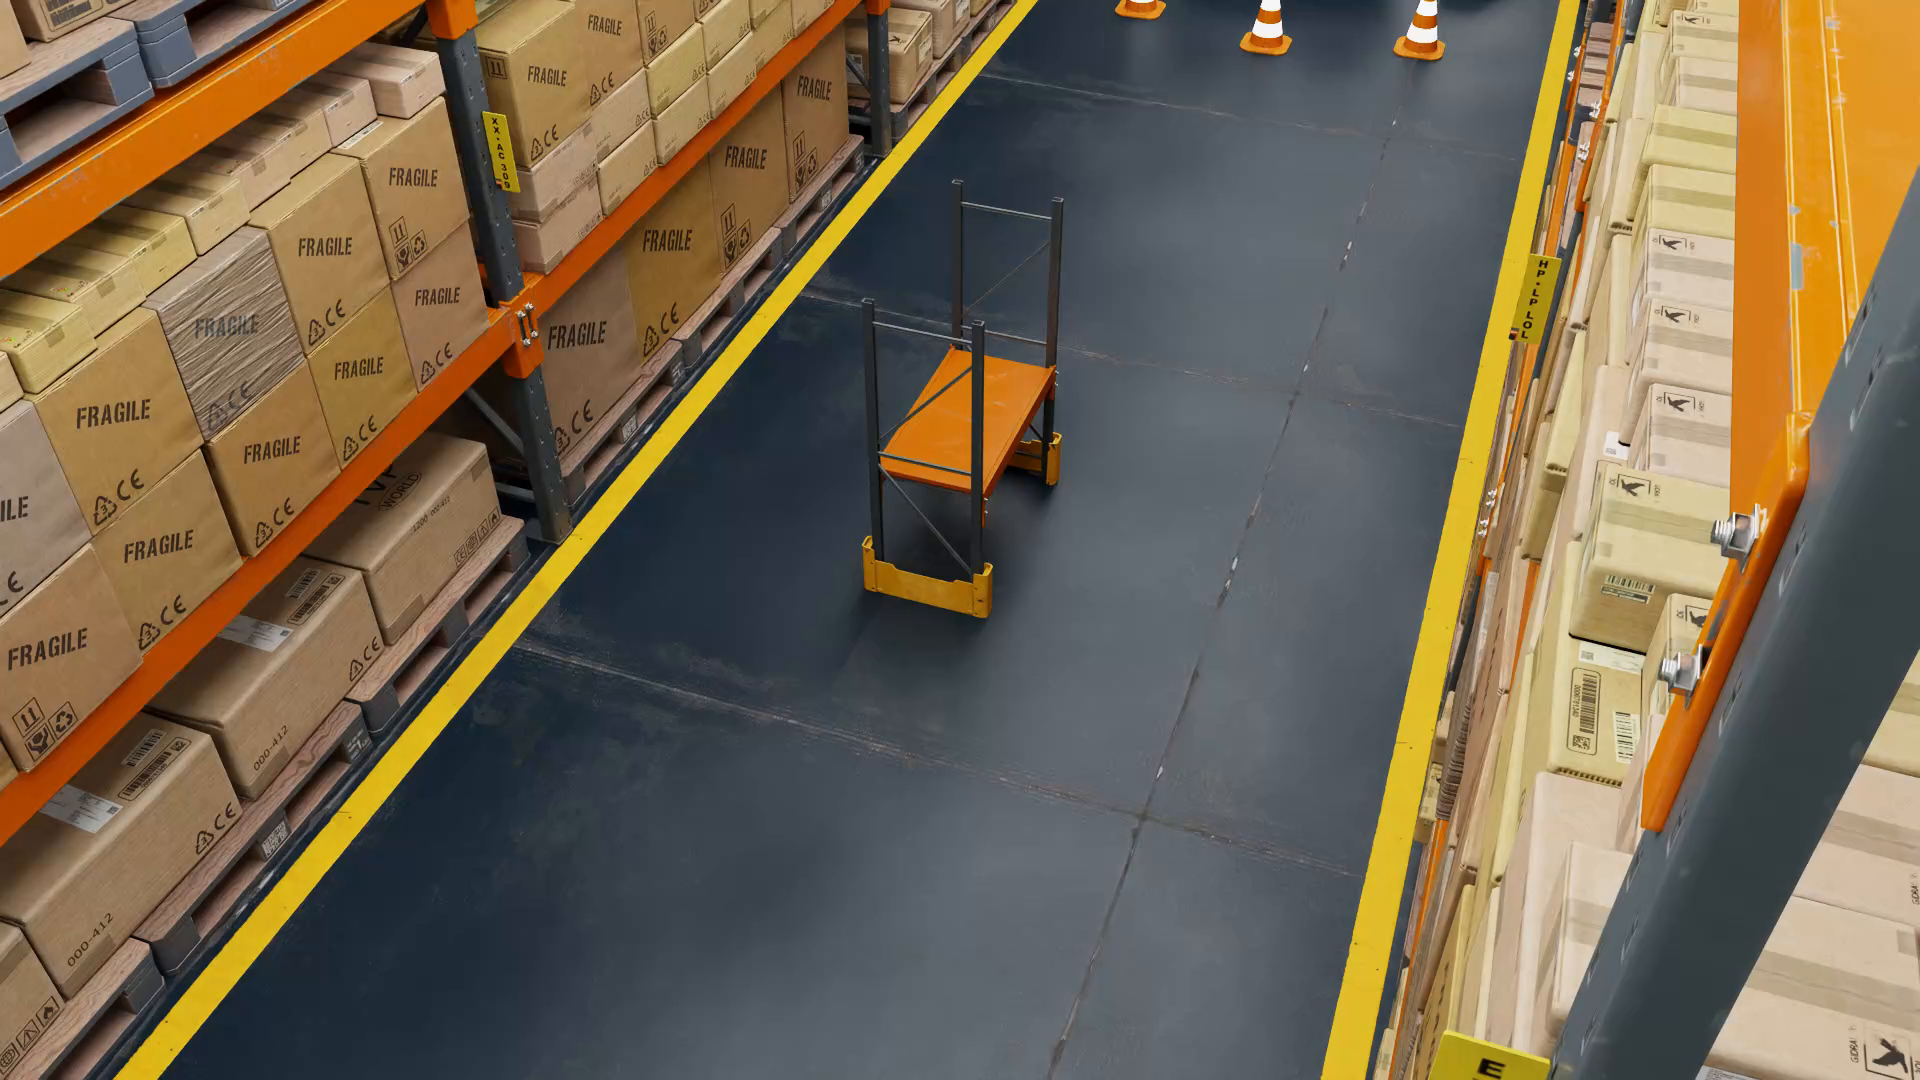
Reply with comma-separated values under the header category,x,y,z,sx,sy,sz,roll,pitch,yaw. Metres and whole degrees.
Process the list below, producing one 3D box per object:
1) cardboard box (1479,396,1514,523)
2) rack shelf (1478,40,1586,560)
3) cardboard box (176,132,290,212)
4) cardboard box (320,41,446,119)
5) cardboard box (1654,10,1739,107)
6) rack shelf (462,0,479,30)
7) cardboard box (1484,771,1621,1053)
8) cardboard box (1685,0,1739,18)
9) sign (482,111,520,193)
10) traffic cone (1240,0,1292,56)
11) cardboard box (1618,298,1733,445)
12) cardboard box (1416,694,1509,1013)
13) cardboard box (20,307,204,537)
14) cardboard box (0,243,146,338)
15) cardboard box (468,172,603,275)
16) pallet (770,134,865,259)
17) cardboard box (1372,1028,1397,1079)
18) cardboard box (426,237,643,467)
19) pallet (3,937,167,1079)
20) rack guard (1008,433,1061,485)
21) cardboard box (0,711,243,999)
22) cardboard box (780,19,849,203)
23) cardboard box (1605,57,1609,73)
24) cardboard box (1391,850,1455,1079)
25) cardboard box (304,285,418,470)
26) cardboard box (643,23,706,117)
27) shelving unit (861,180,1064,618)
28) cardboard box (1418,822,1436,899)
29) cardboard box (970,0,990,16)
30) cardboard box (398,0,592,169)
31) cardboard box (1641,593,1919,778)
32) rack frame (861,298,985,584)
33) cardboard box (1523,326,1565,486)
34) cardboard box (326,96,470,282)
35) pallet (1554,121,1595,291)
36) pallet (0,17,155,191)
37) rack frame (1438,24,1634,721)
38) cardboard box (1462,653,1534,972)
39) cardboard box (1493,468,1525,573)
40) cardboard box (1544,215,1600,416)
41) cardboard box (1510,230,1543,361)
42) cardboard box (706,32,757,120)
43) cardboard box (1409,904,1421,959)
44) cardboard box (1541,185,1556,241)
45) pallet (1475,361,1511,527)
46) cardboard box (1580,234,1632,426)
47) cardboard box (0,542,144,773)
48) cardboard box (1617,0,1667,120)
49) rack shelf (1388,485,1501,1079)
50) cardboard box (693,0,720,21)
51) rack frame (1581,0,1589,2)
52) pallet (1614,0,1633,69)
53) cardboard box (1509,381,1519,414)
category,x,y,z,sx,sy,sz,roll,pitch,yaw
cardboard box,2.587,-0.249,7.287,0.500,0.500,0.500,12,42,14
rack shelf,3.078,-1.166,7.314,1.077,0.370,4.000,13,42,15
cardboard box,-2.454,-1.219,5.474,0.380,0.149,0.250,13,42,15
cardboard box,-2.098,-1.664,5.996,0.380,0.149,0.250,12,42,14
cardboard box,1.779,-1.050,3.735,0.380,0.149,0.250,12,42,14
rack shelf,-1.608,-3.344,7.556,1.077,0.370,4.000,13,42,15
cardboard box,0.945,0.608,2.099,0.500,0.250,0.500,12,42,14
cardboard box,1.910,-1.198,3.909,0.380,0.149,0.250,13,42,15
sign,-1.770,-1.494,6.416,0.100,0.325,0.005,13,42,15
traffic cone,2.176,-3.706,11.690,0.336,0.463,0.334,13,42,15
cardboard box,1.332,-0.248,2.796,0.380,0.149,0.250,14,42,16
cardboard box,1.292,0.725,3.466,0.500,0.500,0.500,15,43,17
cardboard box,-2.719,-0.402,5.017,0.500,0.500,0.500,13,42,15
cardboard box,-2.664,-0.745,4.918,0.380,0.149,0.250,13,42,15
cardboard box,-1.893,-1.410,7.161,0.500,0.250,0.500,12,42,14
pallet,-1.264,-2.172,10.087,1.003,0.211,1.213,13,42,15
cardboard box,1.453,1.684,5.063,0.380,0.149,0.250,14,42,16
cardboard box,-2.155,-1.004,7.883,0.875,0.875,0.875,15,43,16
pallet,-3.460,1.738,5.504,1.003,0.211,1.213,13,42,15
rack guard,0.196,-0.445,8.033,0.587,0.250,0.087,13,42,15
cardboard box,-3.223,1.013,5.856,0.875,0.438,0.875,14,43,16
cardboard box,-1.238,-2.645,9.807,0.875,0.875,0.875,13,42,15
cardboard box,3.328,-2.332,7.996,0.380,0.149,0.250,15,43,17
cardboard box,1.284,1.113,3.782,0.500,0.500,0.500,13,42,15
cardboard box,-2.381,-0.641,6.066,0.500,0.500,0.500,12,42,14
cardboard box,-1.527,-2.222,7.727,0.500,0.250,0.500,14,42,16
shelving unit,0.026,-0.617,7.271,0.587,1.500,1.083,13,42,15
cardboard box,1.841,1.181,5.881,0.380,0.149,0.250,13,42,15
cardboard box,-0.212,-4.112,11.914,0.950,0.372,0.625,15,43,17
cardboard box,-1.871,-1.880,6.749,0.500,0.500,0.500,14,42,16
cardboard box,1.128,0.240,2.223,0.380,0.149,0.250,12,42,14
rack frame,-0.145,-0.313,6.914,0.500,1.500,0.032,13,42,15
cardboard box,1.848,-0.211,4.563,0.500,0.500,0.500,12,42,14
cardboard box,-2.194,-1.326,6.100,0.500,0.500,0.500,13,42,15
pallet,3.124,-1.370,7.147,1.003,0.211,1.213,13,42,15
pallet,-3.000,-1.126,4.470,1.003,0.211,1.213,13,42,15
rack frame,2.395,-0.220,5.651,1.000,3.000,0.127,13,42,15
cardboard box,1.101,0.487,2.627,0.500,0.250,0.500,13,42,15
cardboard box,1.826,0.178,4.877,0.500,0.500,0.500,13,42,15
cardboard box,1.629,-0.460,3.736,0.500,0.250,0.500,15,43,17
cardboard box,3.112,-1.186,8.385,0.500,0.500,0.500,14,42,16
cardboard box,-1.348,-2.338,8.248,0.500,0.250,0.500,13,42,14
cardboard box,1.660,1.264,5.326,0.380,0.149,0.250,14,42,16
cardboard box,3.126,-1.478,8.149,0.500,0.250,0.500,13,42,15
pallet,3.075,-0.381,7.988,1.003,0.211,1.213,13,42,15
cardboard box,1.480,-0.321,3.188,0.500,0.250,0.500,12,42,13
cardboard box,-2.888,0.295,4.970,0.500,0.500,0.500,13,42,15
cardboard box,2.004,-1.254,4.282,0.500,0.250,0.500,15,43,16
rack shelf,1.711,1.273,4.454,1.077,0.370,4.000,13,42,15
cardboard box,-1.378,-2.819,7.849,0.500,0.500,0.500,13,42,14
rack frame,5.130,-5.099,11.370,1.000,3.000,0.127,13,42,15
pallet,2.706,-1.643,5.152,1.213,0.211,1.003,13,42,15
cardboard box,2.600,-0.535,7.044,0.500,0.250,0.500,15,43,17
